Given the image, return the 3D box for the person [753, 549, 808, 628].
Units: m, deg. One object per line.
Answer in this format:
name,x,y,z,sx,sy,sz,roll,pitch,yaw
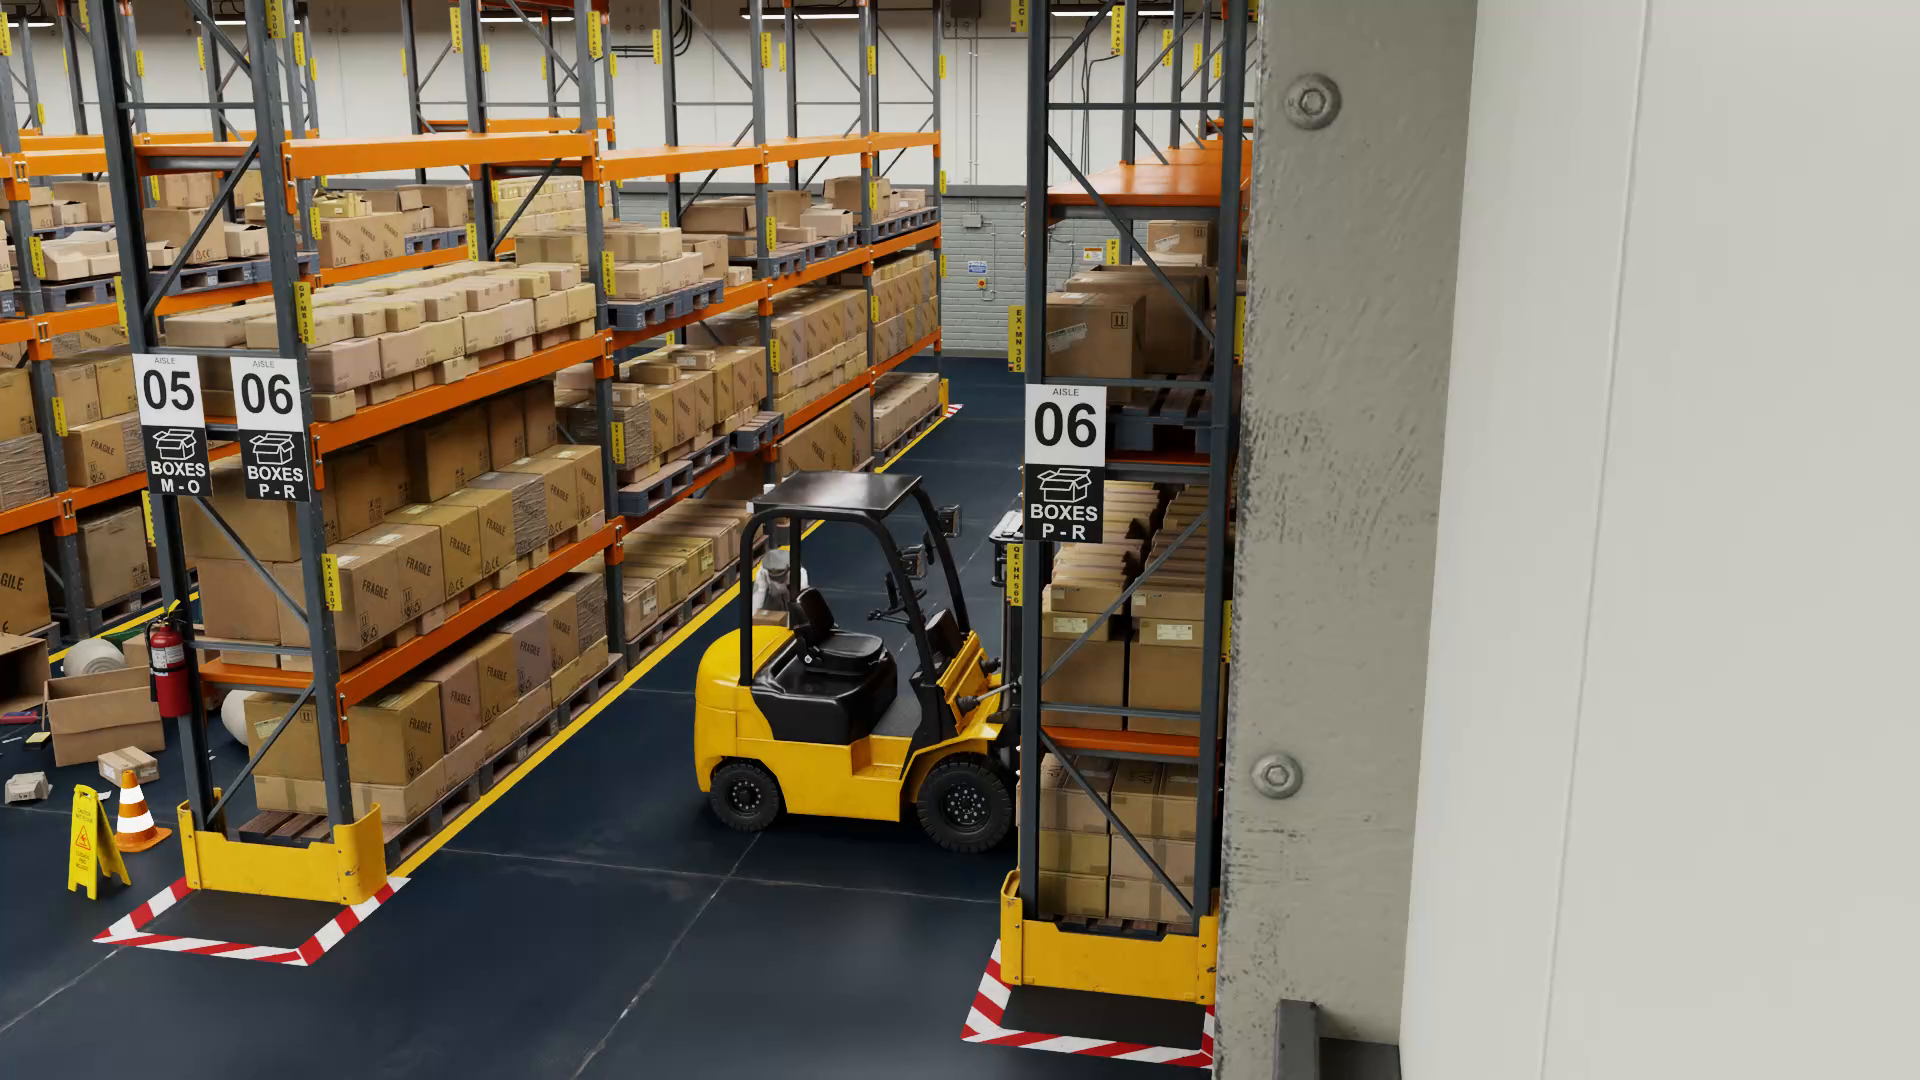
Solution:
person,-1.496,0.506,13.969,0.468,0.979,0.837,3,15,10
